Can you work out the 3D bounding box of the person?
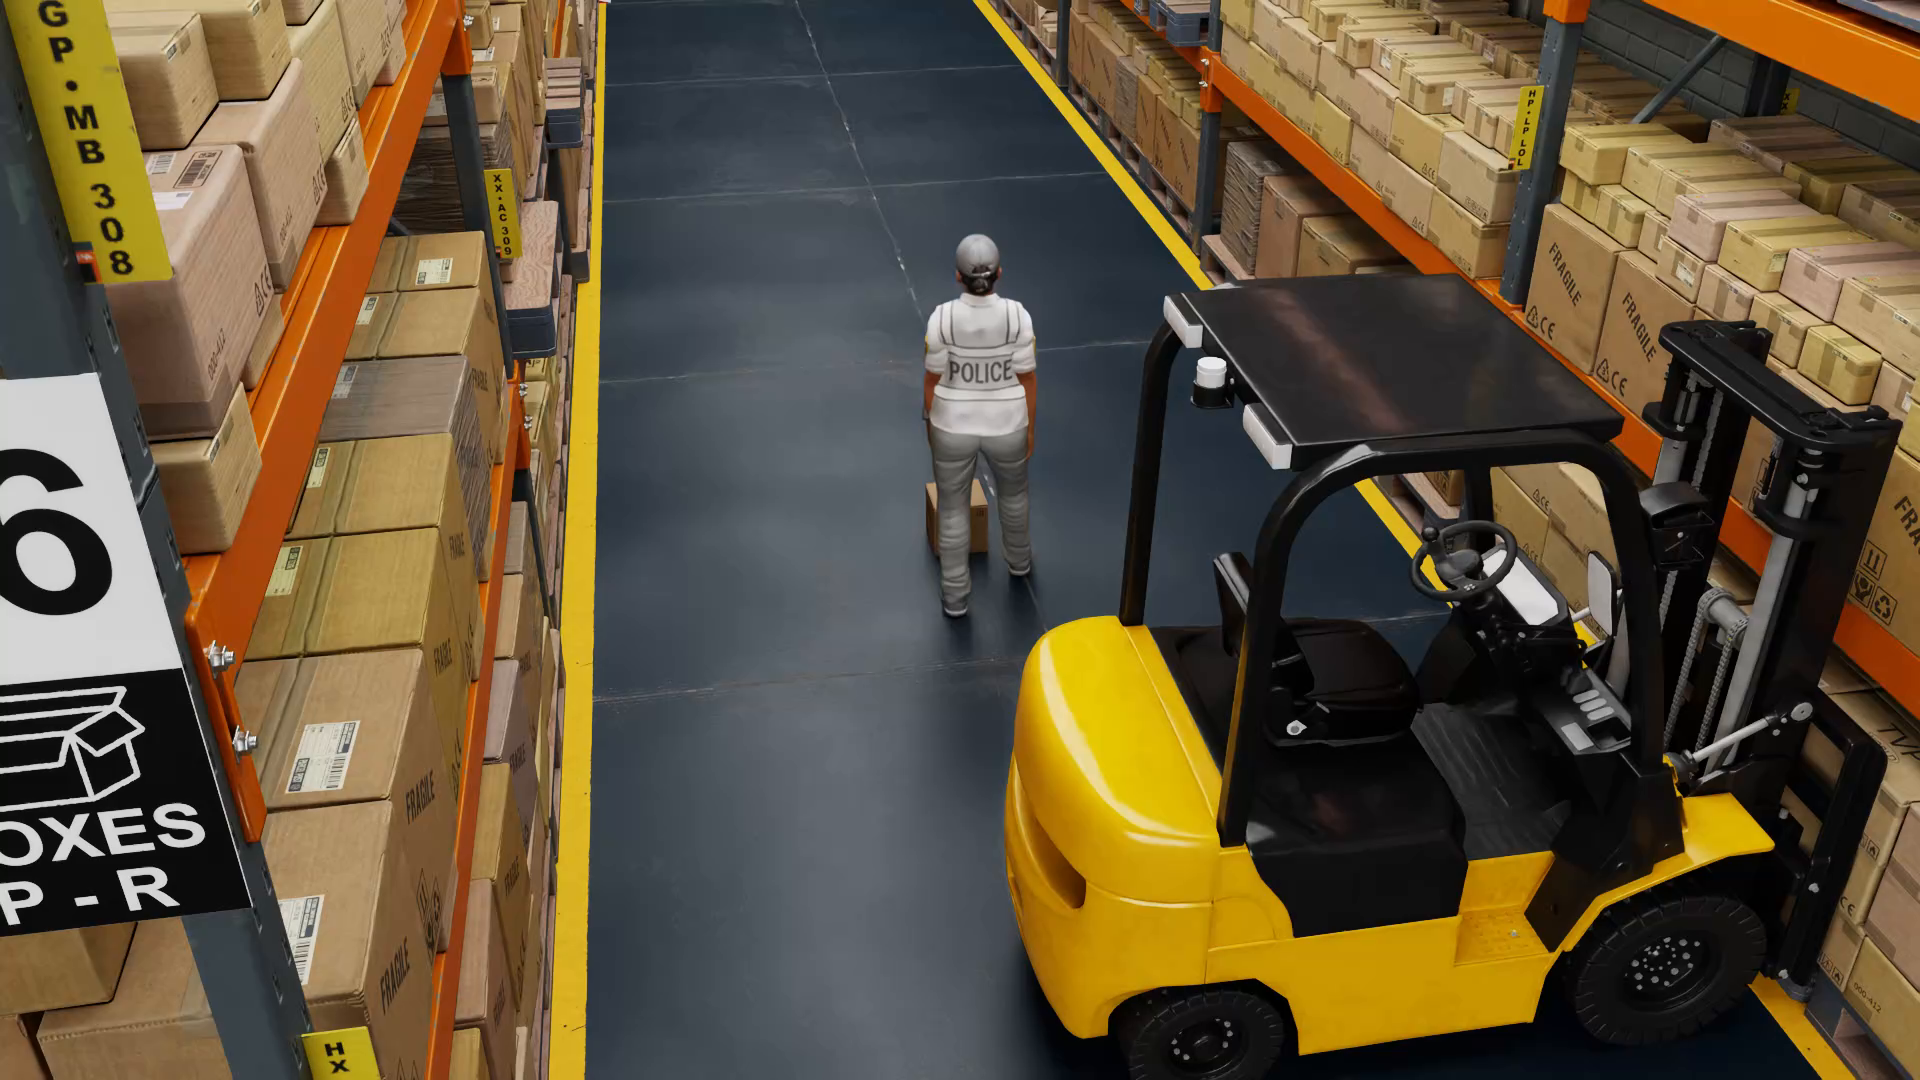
[{"bbox_3d":[0.091,-0.516,6.927,0.488,1.598,0.447,-3,31,-5],"label":"person"}]
